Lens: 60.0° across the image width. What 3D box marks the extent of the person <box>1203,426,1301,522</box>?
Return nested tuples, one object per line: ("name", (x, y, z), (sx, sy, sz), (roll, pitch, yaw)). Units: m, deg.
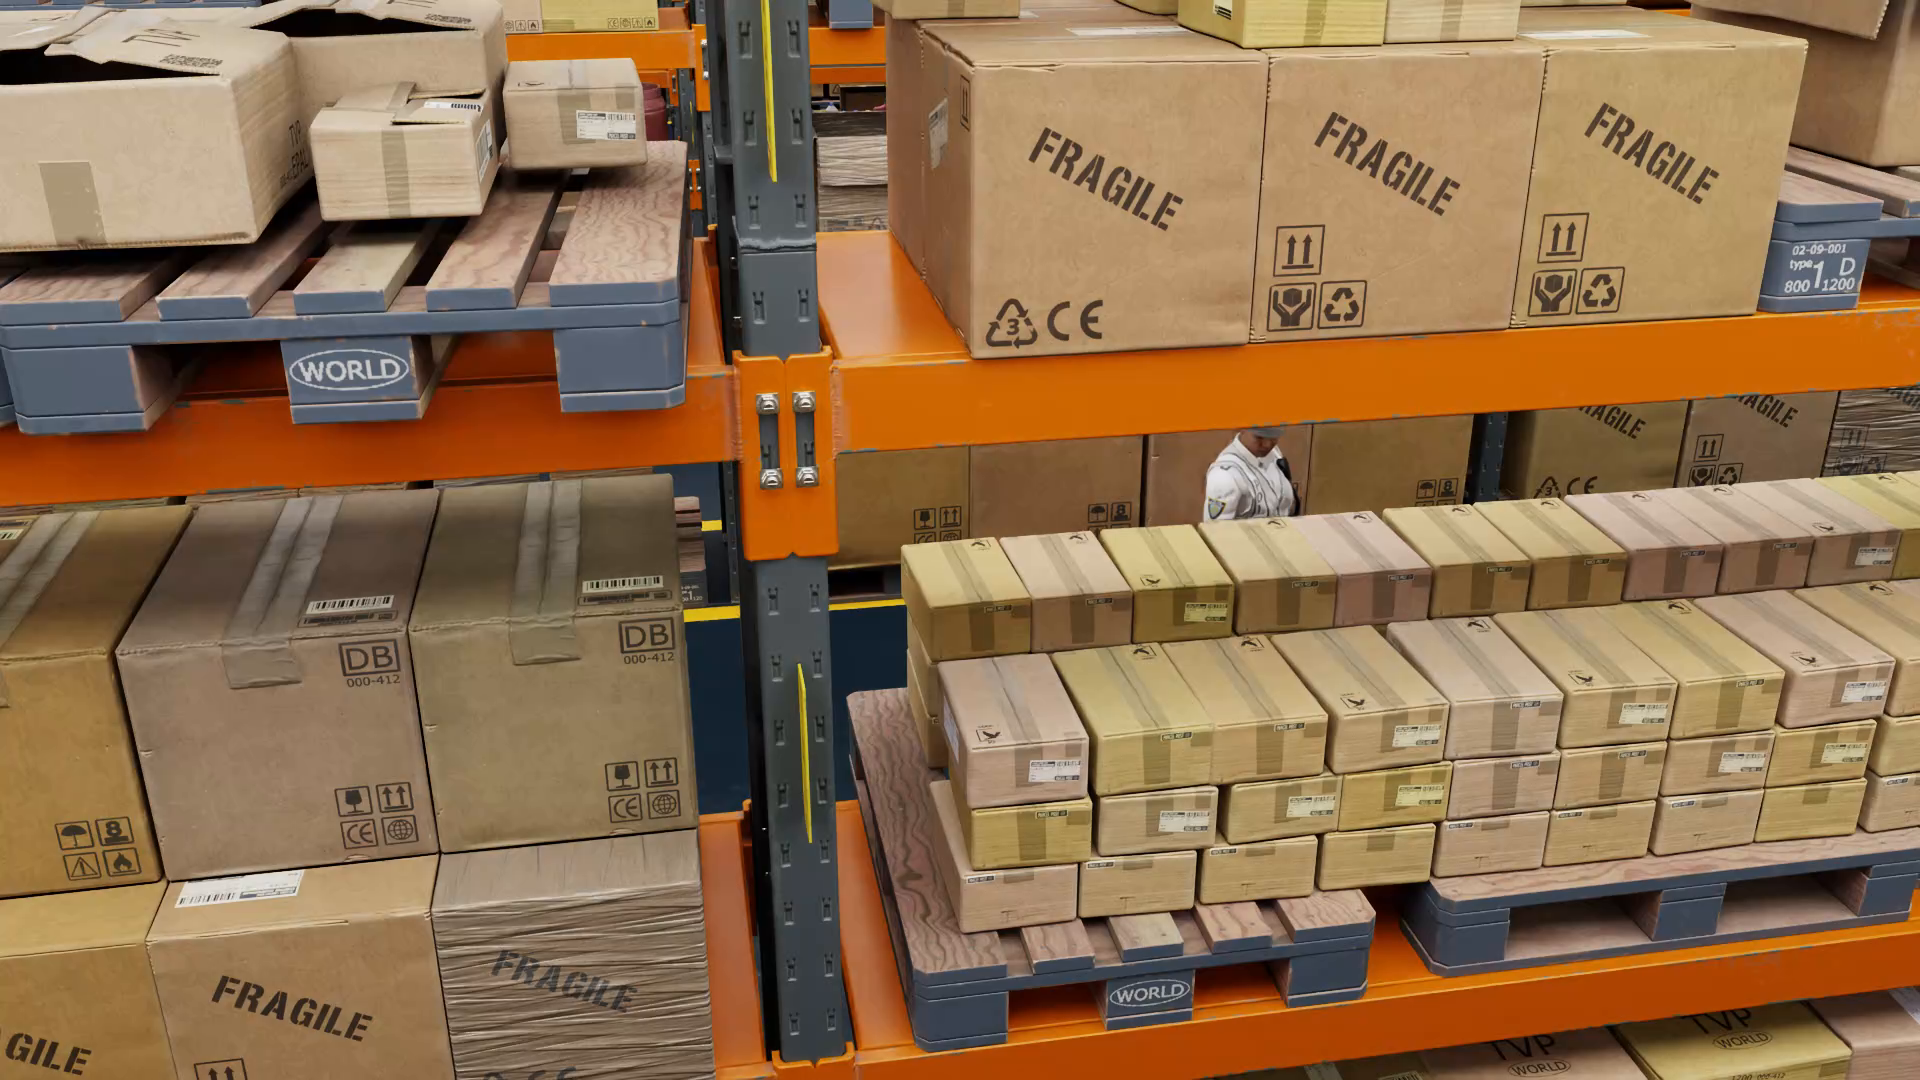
("person", (1.158, 0.183, 6.662), (0.404, 1.695, 0.540), (17, 29, 34))
